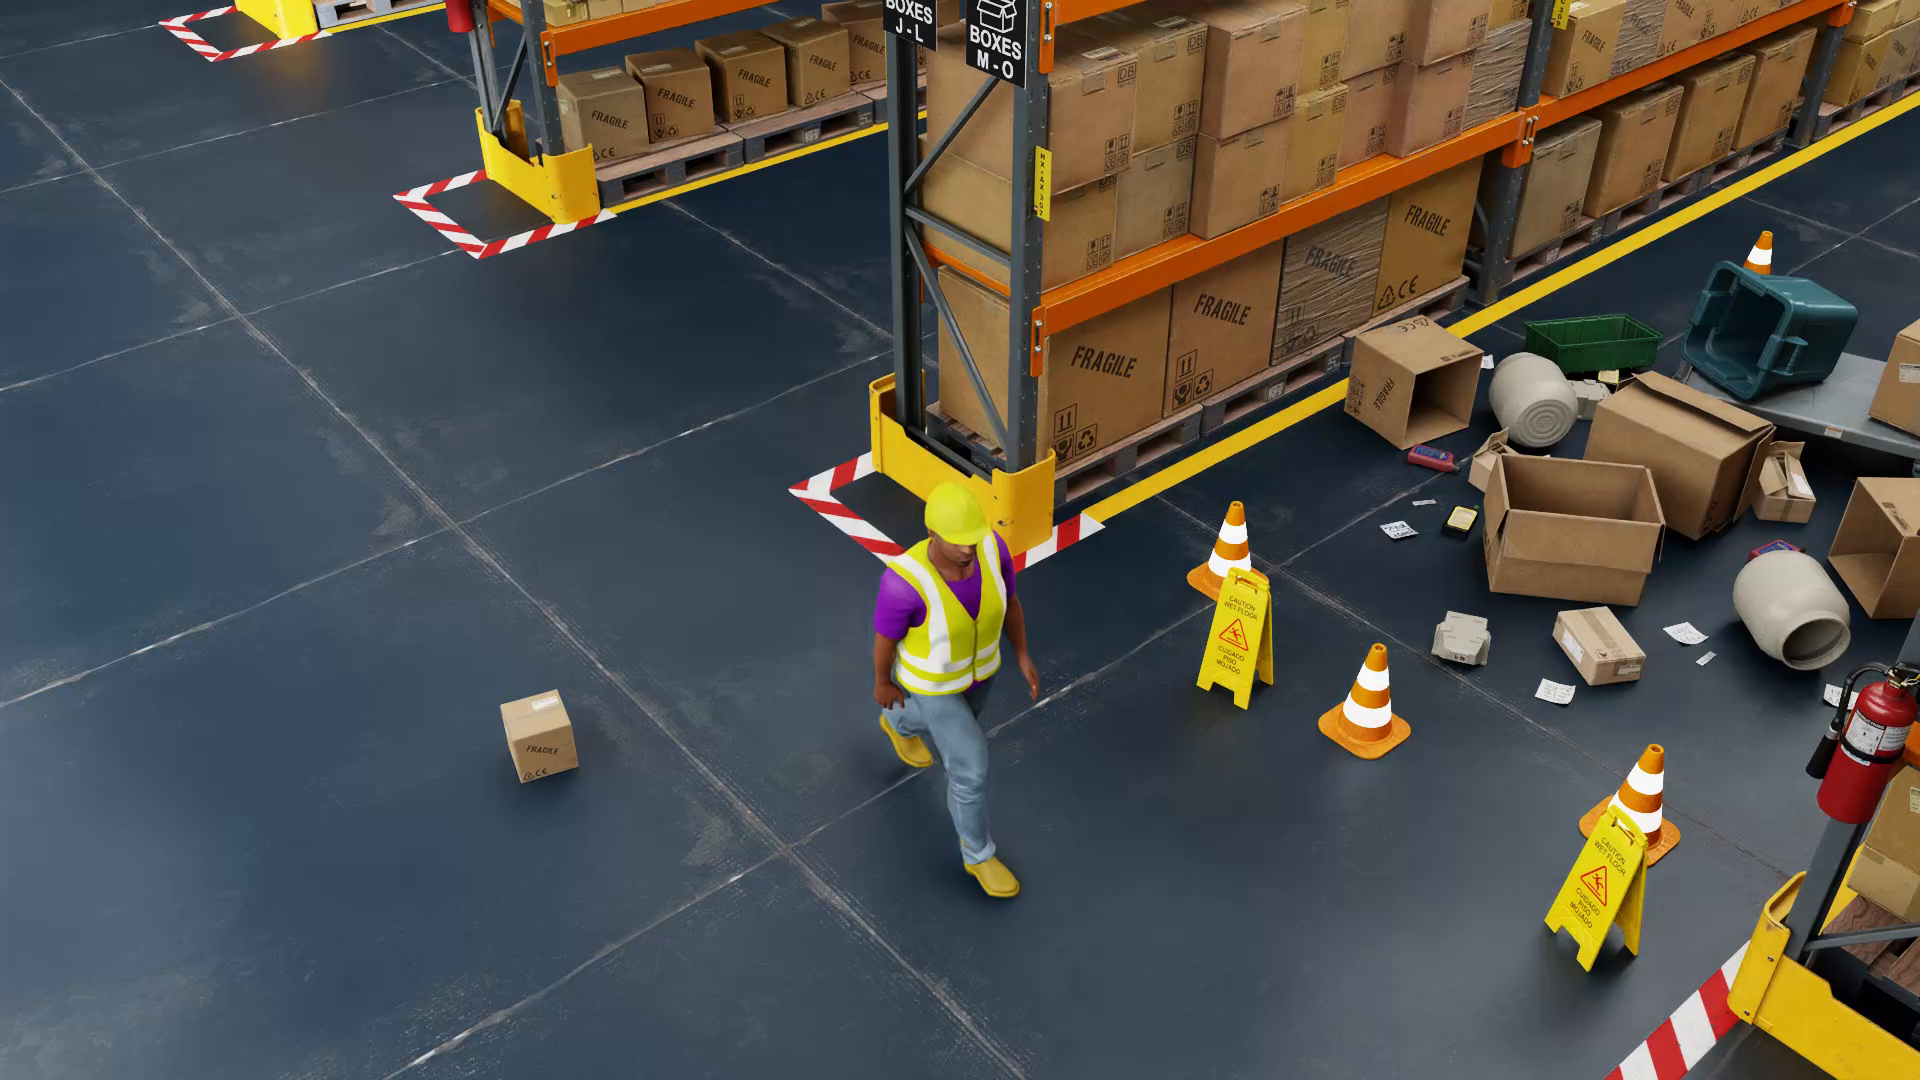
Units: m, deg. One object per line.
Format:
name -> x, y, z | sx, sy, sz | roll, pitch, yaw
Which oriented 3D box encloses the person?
person -> -0.057, 0.473, 6.400 | 0.571, 1.721, 1.043 | -27, 44, -33
